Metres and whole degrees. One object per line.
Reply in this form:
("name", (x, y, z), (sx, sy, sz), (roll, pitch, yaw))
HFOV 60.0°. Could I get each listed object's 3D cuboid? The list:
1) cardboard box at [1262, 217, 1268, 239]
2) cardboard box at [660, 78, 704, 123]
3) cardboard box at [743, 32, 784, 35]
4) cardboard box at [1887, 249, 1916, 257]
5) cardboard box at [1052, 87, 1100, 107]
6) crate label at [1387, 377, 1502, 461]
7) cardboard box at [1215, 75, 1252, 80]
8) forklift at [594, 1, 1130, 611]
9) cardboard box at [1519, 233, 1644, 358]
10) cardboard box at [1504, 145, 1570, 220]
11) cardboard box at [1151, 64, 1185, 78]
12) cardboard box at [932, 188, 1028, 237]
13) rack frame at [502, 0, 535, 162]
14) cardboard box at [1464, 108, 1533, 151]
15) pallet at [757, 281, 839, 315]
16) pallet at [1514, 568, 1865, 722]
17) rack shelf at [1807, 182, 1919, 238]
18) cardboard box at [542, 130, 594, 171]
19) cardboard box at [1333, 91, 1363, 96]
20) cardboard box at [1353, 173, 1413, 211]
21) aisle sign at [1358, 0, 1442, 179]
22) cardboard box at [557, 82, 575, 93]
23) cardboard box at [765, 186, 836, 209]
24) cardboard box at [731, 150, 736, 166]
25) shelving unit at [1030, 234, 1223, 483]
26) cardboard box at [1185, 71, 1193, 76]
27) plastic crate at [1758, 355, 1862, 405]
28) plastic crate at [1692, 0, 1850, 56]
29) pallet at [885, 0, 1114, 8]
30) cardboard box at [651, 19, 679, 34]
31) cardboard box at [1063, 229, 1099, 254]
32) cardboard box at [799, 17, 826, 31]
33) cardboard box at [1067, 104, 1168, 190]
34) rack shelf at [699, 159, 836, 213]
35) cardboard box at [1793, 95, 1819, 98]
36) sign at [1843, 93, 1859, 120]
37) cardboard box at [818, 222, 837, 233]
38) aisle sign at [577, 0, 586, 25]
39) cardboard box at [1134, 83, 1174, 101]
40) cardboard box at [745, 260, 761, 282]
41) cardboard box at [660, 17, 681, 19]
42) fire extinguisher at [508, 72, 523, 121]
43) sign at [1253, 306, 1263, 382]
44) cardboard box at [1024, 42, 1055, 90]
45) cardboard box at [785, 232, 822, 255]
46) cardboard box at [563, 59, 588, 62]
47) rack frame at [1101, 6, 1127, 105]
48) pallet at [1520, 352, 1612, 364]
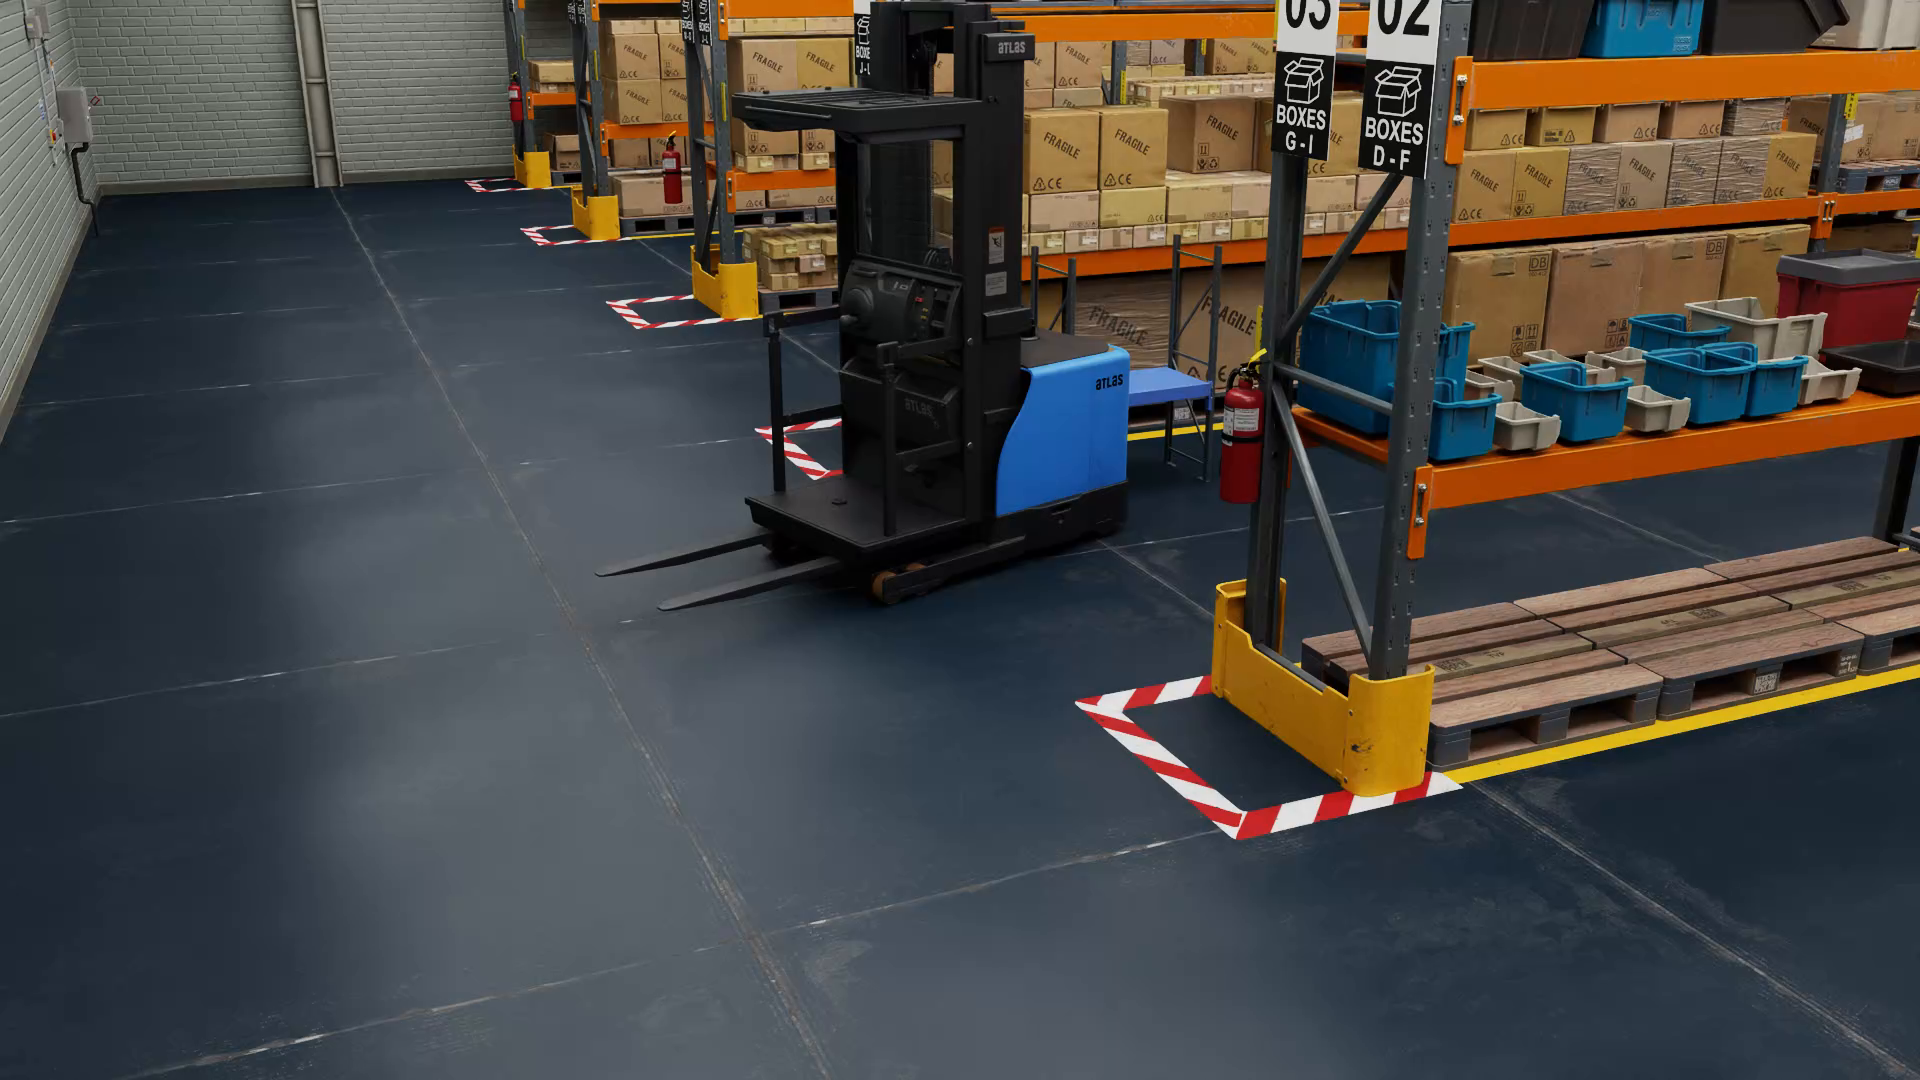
("cardboard box", (2.144, -2.235, 11.730), (0.250, 0.149, 0.380), (-8, 21, -21))
("cardboard box", (-3.351, -5.222, 19.686), (0.500, 0.500, 0.500), (-8, 21, -23))
("cardboard box", (-2.407, -5.826, 19.895), (0.500, 0.500, 0.500), (-8, 21, -22))
("cardboard box", (8.023, -2.354, 14.793), (0.500, 0.500, 0.700), (-10, 22, -26))
("cardboard box", (1.035, -4.192, 16.313), (0.500, 0.500, 0.500), (-8, 21, -22))
("crate label", (1.885, -0.473, 6.512), (0.303, 0.233, 0.416), (-8, 21, -22))
("cardboard box", (2.855, -4.798, 17.483), (0.250, 0.149, 0.380), (-9, 21, -24))
("forklift", (-0.476, -1.248, 8.653), (3.031, 2.935, 1.130), (-16, 25, -38))
("cardboard box", (4.639, -2.033, 13.345), (0.875, 0.875, 1.225), (-9, 21, -24))
("cardboard box", (4.222, -2.726, 12.598), (0.500, 0.500, 0.500), (-8, 21, -22))
("cardboard box", (2.642, -6.201, 22.089), (0.500, 0.250, 0.500), (-8, 21, -22))
("cardboard box", (0.114, -2.153, 10.897), (0.500, 0.250, 0.500), (-9, 21, -23))
("rack frame", (-6.329, -6.638, 23.857), (0.127, 3.000, 1.000), (-8, 21, -22))
("cardboard box", (3.822, -3.235, 12.533), (0.637, 0.503, 0.797), (-9, 21, -23))
("pallet", (-1.476, -2.419, 16.074), (1.213, 0.211, 1.003), (-8, 21, -22))
("pallet", (3.419, 0.467, 7.876), (1.213, 0.211, 1.003), (-8, 21, -22))
("rack shelf", (8.748, -3.079, 14.832), (4.000, 0.370, 1.077), (-8, 21, -22))
("cardboard box", (-5.730, -5.710, 24.348), (0.637, 0.503, 0.797), (-9, 21, -24))
("cardboard box", (2.698, -3.067, 12.364), (0.500, 0.500, 0.500), (-8, 21, -22))
("cardboard box", (2.937, -2.560, 12.054), (0.500, 0.250, 0.500), (-9, 21, -23))
("aisle sign", (1.580, -1.718, 5.971), (0.004, 0.787, 0.394), (-8, 21, -22))
("cardboard box", (-5.703, -6.526, 23.919), (0.250, 0.149, 0.380), (-8, 21, -21))
("cardboard box", (-2.127, -4.472, 20.933), (0.875, 0.438, 0.875), (-9, 21, -24))
("cardboard box", (-2.118, -3.639, 15.718), (0.250, 0.149, 0.380), (-8, 21, -22))
("shelving unit", (1.010, -1.072, 10.309), (1.048, 1.500, 0.538), (-9, 21, -24))
("cardboard box", (3.194, -6.371, 22.846), (0.250, 0.149, 0.380), (-7, 21, -20))
("plastic crate", (3.721, -0.701, 7.304), (0.466, 0.136, 0.293), (-8, 21, -22))
("plastic crate", (3.040, -2.095, 6.532), (0.767, 0.338, 0.504), (-8, 21, -22))
("pallet", (0.243, -3.576, 10.779), (1.213, 0.211, 1.003), (-8, 21, -22))
("cardboard box", (-3.427, -5.967, 19.319), (0.250, 0.149, 0.380), (-7, 21, -20))
("cardboard box", (0.732, -2.033, 11.156), (0.250, 0.149, 0.380), (-8, 21, -23))
("cardboard box", (-1.802, -6.224, 20.049), (0.250, 0.149, 0.380), (-8, 21, -22))
("cardboard box", (1.046, -2.642, 11.158), (0.500, 0.500, 0.500), (-9, 21, -23))
("rack shelf", (-0.469, -3.552, 16.177), (4.000, 0.370, 1.077), (-8, 21, -22))
("cardboard box", (10.085, -5.444, 20.241), (0.550, 0.550, 0.875), (-8, 21, -22))
("sign", (7.135, -3.532, 13.294), (0.005, 0.325, 0.100), (-8, 21, -22))
("cardboard box", (-1.216, -3.012, 16.325), (0.250, 0.149, 0.380), (-9, 21, -24))
("aisle sign", (-4.310, -6.253, 18.849), (0.004, 0.787, 0.394), (-8, 21, -22))
("cardboard box", (1.911, -4.426, 16.426), (0.250, 0.149, 0.380), (-7, 21, -19))
("cardboard box", (-1.905, -2.614, 16.091), (0.250, 0.149, 0.380), (-8, 21, -21))
("cardboard box", (-3.434, -6.178, 19.920), (0.250, 0.149, 0.380), (-8, 21, -21))
("fire extinguisher", (-6.281, -6.265, 23.476), (0.183, 0.674, 0.296), (-8, 21, -22))
("sign", (1.295, -0.835, 7.130), (0.005, 0.325, 0.100), (-8, 21, -22))
("cardboard box", (0.570, -4.600, 15.965), (0.500, 0.500, 0.500), (-9, 21, -24))
("cardboard box", (-1.485, -2.800, 15.723), (0.250, 0.149, 0.380), (-8, 21, -21))
("cardboard box", (-5.538, -6.916, 24.426), (0.500, 0.250, 0.500), (-8, 21, -22))
("rack frame", (1.367, -4.154, 16.804), (0.127, 3.000, 1.000), (-8, 21, -22))
("pallet", (5.040, -1.600, 13.747), (1.213, 0.211, 1.003), (-8, 21, -22))
